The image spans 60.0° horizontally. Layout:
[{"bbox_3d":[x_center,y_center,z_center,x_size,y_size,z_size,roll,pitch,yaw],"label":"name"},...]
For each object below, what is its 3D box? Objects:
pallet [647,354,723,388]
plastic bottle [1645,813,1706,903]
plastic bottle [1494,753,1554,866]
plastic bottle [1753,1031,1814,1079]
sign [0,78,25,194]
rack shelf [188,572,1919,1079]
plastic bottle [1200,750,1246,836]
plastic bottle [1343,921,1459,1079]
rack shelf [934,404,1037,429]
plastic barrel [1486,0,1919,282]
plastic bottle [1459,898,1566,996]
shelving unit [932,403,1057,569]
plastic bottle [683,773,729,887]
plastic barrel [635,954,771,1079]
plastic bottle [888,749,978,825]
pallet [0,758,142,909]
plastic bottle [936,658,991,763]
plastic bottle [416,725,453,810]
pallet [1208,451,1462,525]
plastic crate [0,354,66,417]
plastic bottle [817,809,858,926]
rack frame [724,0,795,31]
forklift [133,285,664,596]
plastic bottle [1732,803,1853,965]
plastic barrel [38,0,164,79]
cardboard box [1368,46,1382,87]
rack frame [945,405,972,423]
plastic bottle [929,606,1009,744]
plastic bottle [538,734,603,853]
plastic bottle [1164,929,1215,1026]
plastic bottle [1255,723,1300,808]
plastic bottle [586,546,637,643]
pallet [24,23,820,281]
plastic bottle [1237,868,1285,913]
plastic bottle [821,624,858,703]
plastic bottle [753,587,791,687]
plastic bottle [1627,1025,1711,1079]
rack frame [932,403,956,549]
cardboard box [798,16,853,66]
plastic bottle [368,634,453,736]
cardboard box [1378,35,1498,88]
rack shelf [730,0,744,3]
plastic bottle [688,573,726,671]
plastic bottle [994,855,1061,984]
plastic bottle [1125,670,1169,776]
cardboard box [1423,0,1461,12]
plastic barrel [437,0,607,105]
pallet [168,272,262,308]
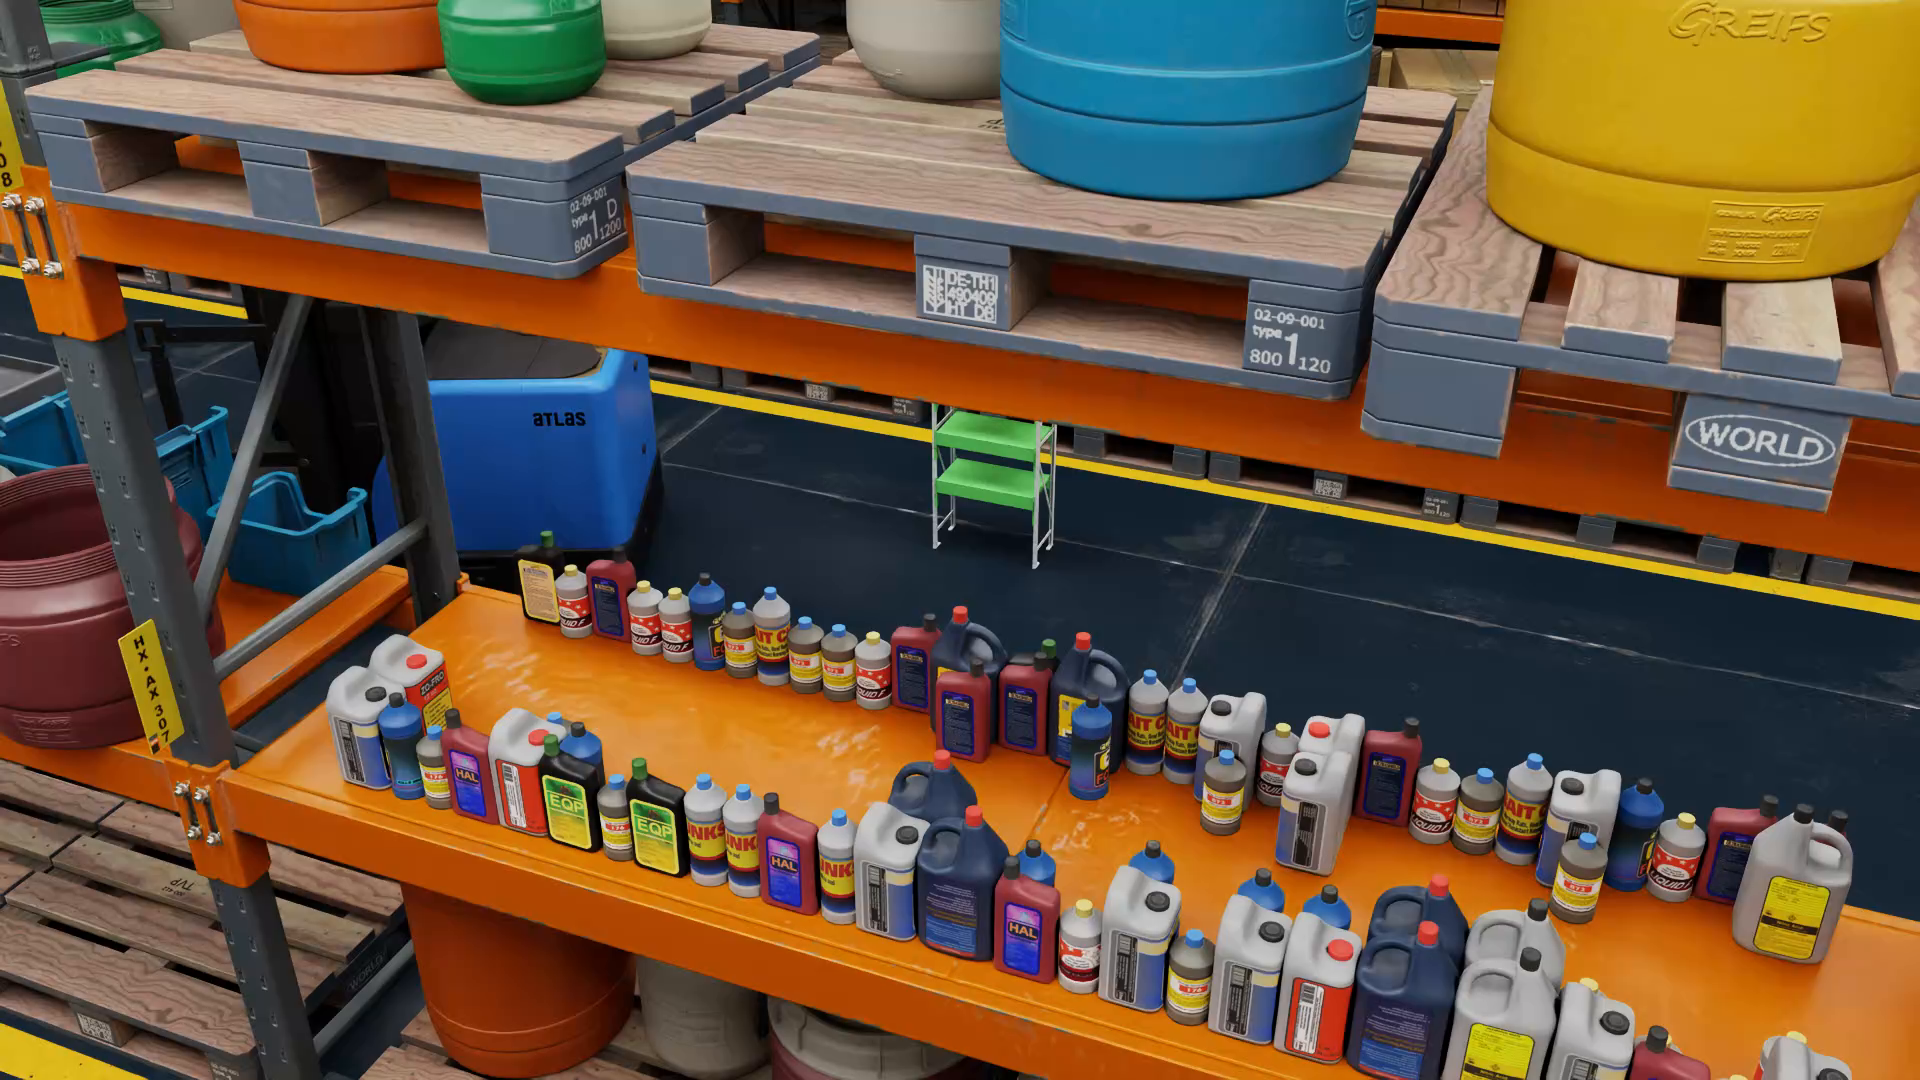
[{"bbox_3d":[-1.713,-1.273,9.788,1.213,0.211,1.003,11,31,19],"label":"pallet"},{"bbox_3d":[1.586,0.693,3.677,0.097,0.201,0.097,0,29,0],"label":"plastic bottle"},{"bbox_3d":[1.281,0.602,3.767,0.097,0.271,0.097,0,29,0],"label":"plastic bottle"},{"bbox_3d":[1.546,1.008,3.121,0.097,0.201,0.097,0,29,0],"label":"plastic bottle"},{"bbox_3d":[-1.904,-0.841,3.248,0.005,0.325,0.100,11,31,19],"label":"sign"},{"bbox_3d":[0.149,0.850,3.929,4.000,0.370,1.077,11,31,19],"label":"rack shelf"},{"bbox_3d":[0.615,0.580,3.877,0.097,0.201,0.097,0,29,0],"label":"plastic bottle"},{"bbox_3d":[0.857,0.873,3.206,0.185,0.351,0.144,11,31,19],"label":"plastic bottle"},{"bbox_3d":[0.153,-0.645,7.314,0.480,0.148,0.258,11,31,19],"label":"rack shelf"},{"bbox_3d":[1.081,-0.740,2.344,0.600,0.588,0.600,0,29,0],"label":"plastic barrel"},{"bbox_3d":[1.082,0.842,3.262,0.185,0.351,0.144,11,31,19],"label":"plastic bottle"},{"bbox_3d":[0.153,-0.492,7.401,0.503,1.200,0.258,11,31,19],"label":"shelving unit"},{"bbox_3d":[-0.561,0.637,3.705,0.097,0.271,0.097,0,29,0],"label":"plastic bottle"},{"bbox_3d":[-0.687,1.214,4.656,0.421,0.512,0.421,0,29,0],"label":"plastic barrel"},{"bbox_3d":[-0.060,0.610,3.673,0.185,0.351,0.144,11,31,19],"label":"plastic bottle"},{"bbox_3d":[-3.534,0.993,5.778,1.213,0.211,1.003,11,31,19],"label":"pallet"},{"bbox_3d":[0.008,0.409,4.096,0.133,0.283,0.061,11,31,19],"label":"plastic bottle"},{"bbox_3d":[-1.237,0.533,3.961,0.097,0.201,0.097,0,29,0],"label":"plastic bottle"},{"bbox_3d":[1.966,-0.495,8.411,1.213,0.211,1.003,11,31,19],"label":"pallet"},{"bbox_3d":[-3.086,-0.299,5.166,0.583,0.464,0.402,11,31,19],"label":"plastic crate"},{"bbox_3d":[-0.257,0.698,3.597,0.097,0.271,0.097,0,29,0],"label":"plastic bottle"},{"bbox_3d":[-1.685,-5.090,13.707,0.127,3.000,1.000,11,31,19],"label":"rack frame"},{"bbox_3d":[-2.923,-1.200,6.894,3.031,2.935,1.130,-1,29,-1],"label":"forklift"},{"bbox_3d":[1.761,0.708,3.499,0.185,0.351,0.144,11,31,19],"label":"plastic bottle"},{"bbox_3d":[-1.952,-1.094,3.746,0.294,0.245,0.294,0,29,0],"label":"plastic barrel"},{"bbox_3d":[1.564,-1.996,7.704,0.500,0.500,0.700,18,34,28],"label":"cardboard box"},{"bbox_3d":[0.162,-2.091,8.401,0.127,3.000,1.000,11,31,19],"label":"rack frame"},{"bbox_3d":[0.022,0.329,4.170,0.185,0.351,0.144,11,31,19],"label":"plastic bottle"},{"bbox_3d":[-0.889,0.576,3.800,0.133,0.283,0.061,11,31,19],"label":"plastic bottle"},{"bbox_3d":[0.468,0.873,3.359,0.097,0.201,0.097,0,29,0],"label":"plastic bottle"},{"bbox_3d":[0.762,0.529,3.968,0.097,0.201,0.097,0,29,0],"label":"plastic bottle"},{"bbox_3d":[-0.955,0.141,4.571,0.133,0.283,0.061,11,31,19],"label":"plastic bottle"},{"bbox_3d":[-1.032,-0.871,3.385,1.213,0.211,1.003,11,31,19],"label":"pallet"},{"bbox_3d":[0.615,0.791,3.432,0.097,0.271,0.097,0,29,0],"label":"plastic bottle"},{"bbox_3d":[-0.313,0.314,4.348,0.097,0.201,0.097,0,29,0],"label":"plastic bottle"},{"bbox_3d":[-0.494,0.248,4.394,0.097,0.271,0.097,0,29,0],"label":"plastic bottle"},{"bbox_3d":[1.284,1.010,3.033,0.133,0.283,0.061,11,31,19],"label":"plastic bottle"},{"bbox_3d":[-0.073,-0.537,7.480,0.015,1.200,0.240,11,31,19],"label":"rack frame"},{"bbox_3d":[-0.997,-4.065,13.987,0.500,0.500,0.700,12,32,21],"label":"cardboard box"},{"bbox_3d":[-1.367,0.379,4.157,0.135,0.276,0.152,11,31,19],"label":"plastic bottle"},{"bbox_3d":[3.462,-3.236,12.185,0.750,0.750,0.750,11,31,19],"label":"cardboard box"},{"bbox_3d":[0.168,-4.407,13.230,4.000,0.370,1.077,11,31,19],"label":"rack shelf"},{"bbox_3d":[-0.674,0.212,4.458,0.097,0.271,0.097,0,29,0],"label":"plastic bottle"},{"bbox_3d":[0.139,0.782,3.437,0.133,0.283,0.061,11,31,19],"label":"plastic bottle"},{"bbox_3d":[0.457,0.437,4.058,0.097,0.271,0.097,0,29,0],"label":"plastic bottle"},{"bbox_3d":[3.442,-3.858,11.762,0.250,0.149,0.380,12,32,20],"label":"cardboard box"},{"bbox_3d":[-0.808,-0.953,3.071,0.294,0.245,0.294,0,29,0],"label":"plastic barrel"},{"bbox_3d":[-4.266,-1.783,10.690,1.213,0.211,1.003,11,31,19],"label":"pallet"}]
